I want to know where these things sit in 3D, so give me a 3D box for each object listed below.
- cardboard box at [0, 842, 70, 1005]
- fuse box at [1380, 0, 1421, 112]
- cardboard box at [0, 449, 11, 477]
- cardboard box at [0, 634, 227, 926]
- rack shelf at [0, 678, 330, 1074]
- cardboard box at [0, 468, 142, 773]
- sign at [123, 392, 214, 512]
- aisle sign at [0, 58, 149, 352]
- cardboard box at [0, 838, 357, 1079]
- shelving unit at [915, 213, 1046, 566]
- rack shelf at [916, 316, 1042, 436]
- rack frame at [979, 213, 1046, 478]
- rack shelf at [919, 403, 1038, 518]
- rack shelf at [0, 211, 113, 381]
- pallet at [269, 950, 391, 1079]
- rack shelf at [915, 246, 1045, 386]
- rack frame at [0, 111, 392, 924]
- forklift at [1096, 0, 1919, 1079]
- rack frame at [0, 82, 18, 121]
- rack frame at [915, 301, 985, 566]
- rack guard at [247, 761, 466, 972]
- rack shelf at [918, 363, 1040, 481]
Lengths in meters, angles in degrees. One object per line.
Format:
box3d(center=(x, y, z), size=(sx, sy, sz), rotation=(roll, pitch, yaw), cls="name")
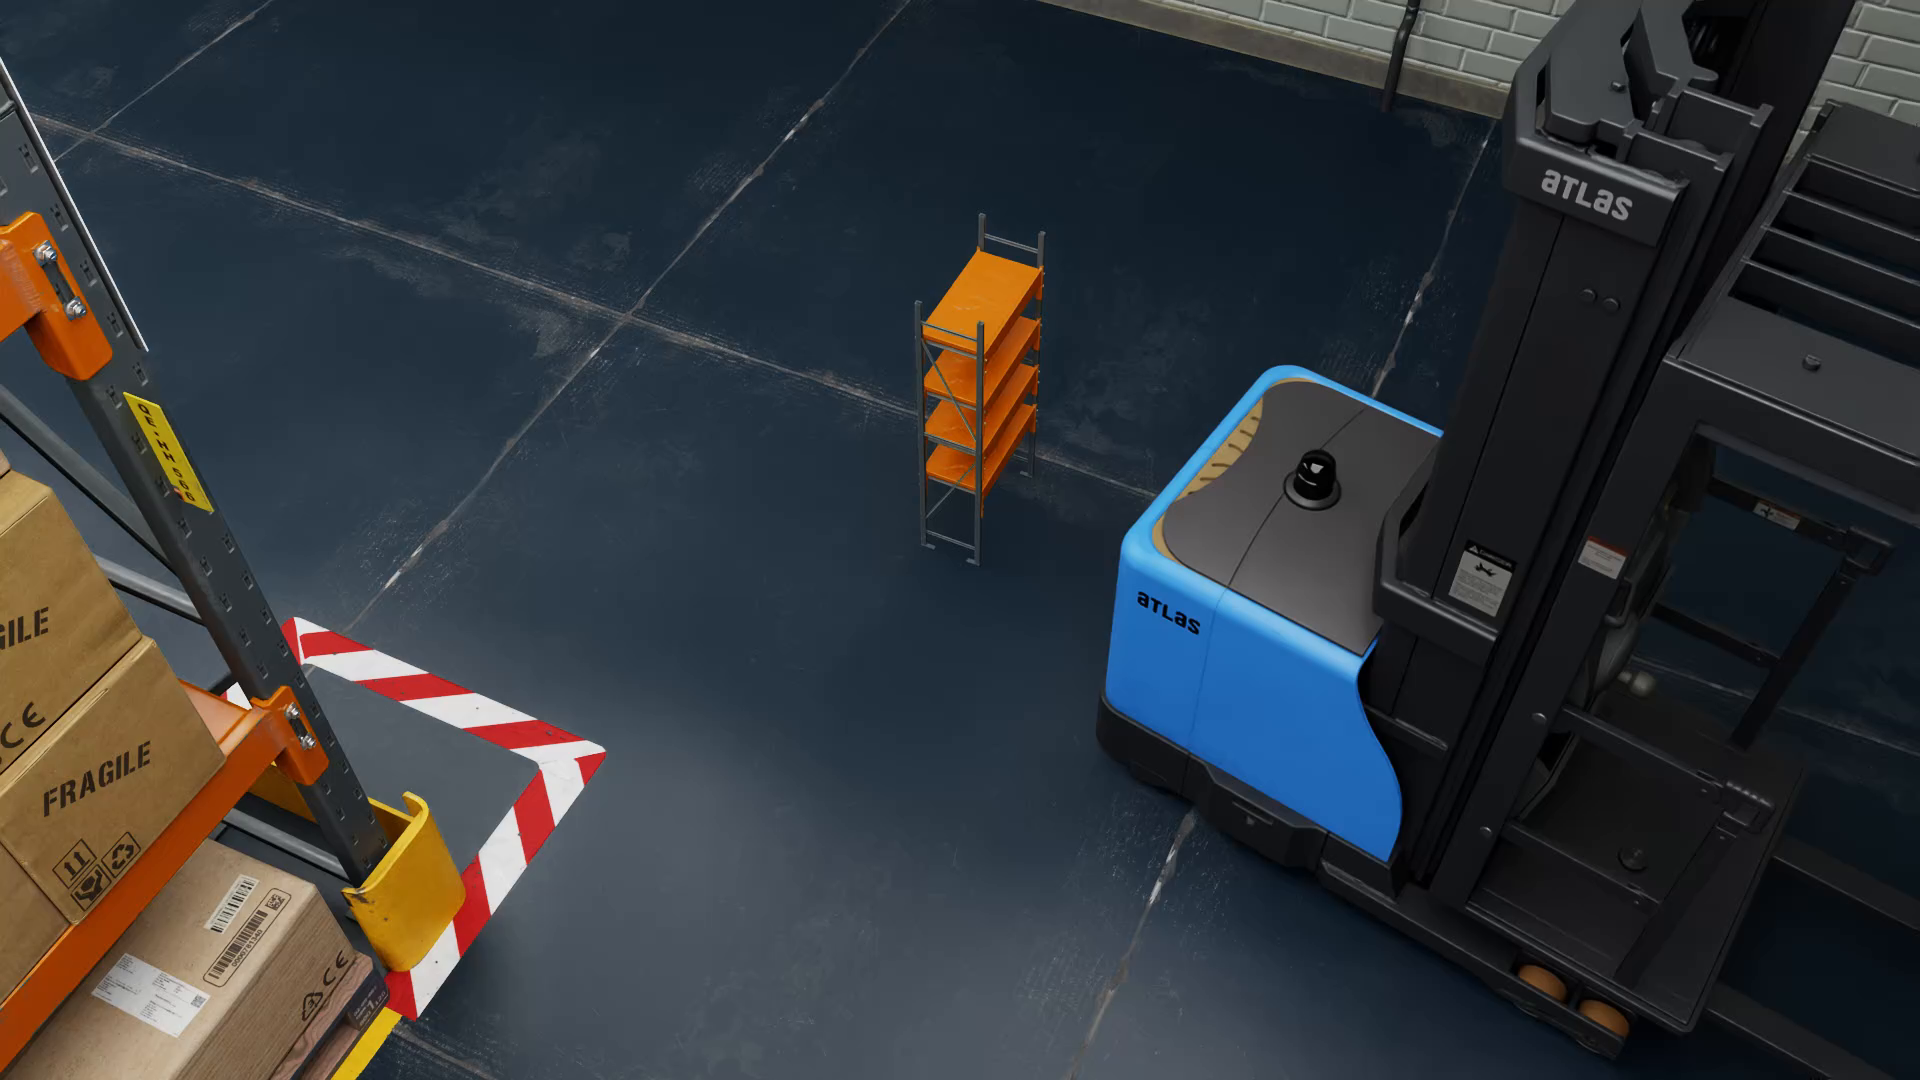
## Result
box3d(center=(-2.355, 0.810, 3.526), size=(0.500, 0.500, 0.500), rotation=(19, 52, 15), cls="cardboard box")
box3d(center=(2.065, -2.606, 7.344), size=(0.539, 1.711, 0.414), rotation=(20, 52, 16), cls="fuse box")
box3d(center=(-2.132, -0.171, 3.278), size=(0.380, 0.149, 0.250), rotation=(20, 53, 17), cls="cardboard box")
box3d(center=(-2.127, 0.469, 3.816), size=(0.500, 0.500, 0.500), rotation=(20, 53, 16), cls="cardboard box")
box3d(center=(-3.014, 1.694, 3.312), size=(1.077, 0.370, 4.000), rotation=(20, 52, 16), cls="rack shelf")
box3d(center=(-2.150, 0.136, 3.442), size=(0.500, 0.500, 0.500), rotation=(21, 53, 17), cls="cardboard box")
box3d(center=(-1.675, -0.183, 3.520), size=(0.100, 0.325, 0.005), rotation=(20, 52, 16), cls="sign")
box3d(center=(-1.849, -0.708, 3.176), size=(0.394, 0.787, 0.004), rotation=(20, 52, 16), cls="aisle sign")
box3d(center=(-2.351, 1.265, 4.611), size=(0.875, 0.438, 0.875), rotation=(18, 52, 15), cls="cardboard box")
box3d(center=(0.071, -0.503, 5.890), size=(0.258, 1.200, 0.503), rotation=(20, 52, 16), cls="shelving unit")
box3d(center=(0.071, -0.604, 5.771), size=(0.258, 0.148, 0.480), rotation=(20, 52, 16), cls="rack shelf")
box3d(center=(0.175, -0.671, 6.033), size=(0.240, 1.200, 0.015), rotation=(20, 52, 16), cls="rack frame")
box3d(center=(0.071, -0.331, 6.092), size=(0.258, 0.148, 0.480), rotation=(20, 52, 16), cls="rack shelf")
box3d(center=(-3.014, 0.722, 2.169), size=(1.077, 0.370, 4.000), rotation=(20, 52, 16), cls="rack shelf")
box3d(center=(-2.431, 1.563, 4.781), size=(1.003, 0.211, 1.213), rotation=(20, 52, 16), cls="pallet")
box3d(center=(0.071, -0.757, 5.591), size=(0.258, 0.148, 0.480), rotation=(20, 52, 16), cls="rack shelf")
box3d(center=(-2.160, 0.083, 4.210), size=(1.000, 3.000, 0.127), rotation=(20, 52, 16), cls="rack frame")
box3d(center=(1.953, 0.109, 4.233), size=(3.031, 2.935, 1.130), rotation=(28, 55, 22), cls="forklift")
box3d(center=(-2.160, -1.861, 1.925), size=(1.000, 3.000, 0.127), rotation=(20, 52, 16), cls="rack frame")
box3d(center=(-0.034, -0.335, 5.747), size=(0.240, 1.200, 0.015), rotation=(20, 52, 16), cls="rack frame")
box3d(center=(-2.150, 0.877, 5.176), size=(1.175, 0.500, 0.348), rotation=(20, 52, 16), cls="rack guard")
box3d(center=(0.071, -0.459, 5.941), size=(0.258, 0.148, 0.480), rotation=(20, 52, 16), cls="rack shelf")
